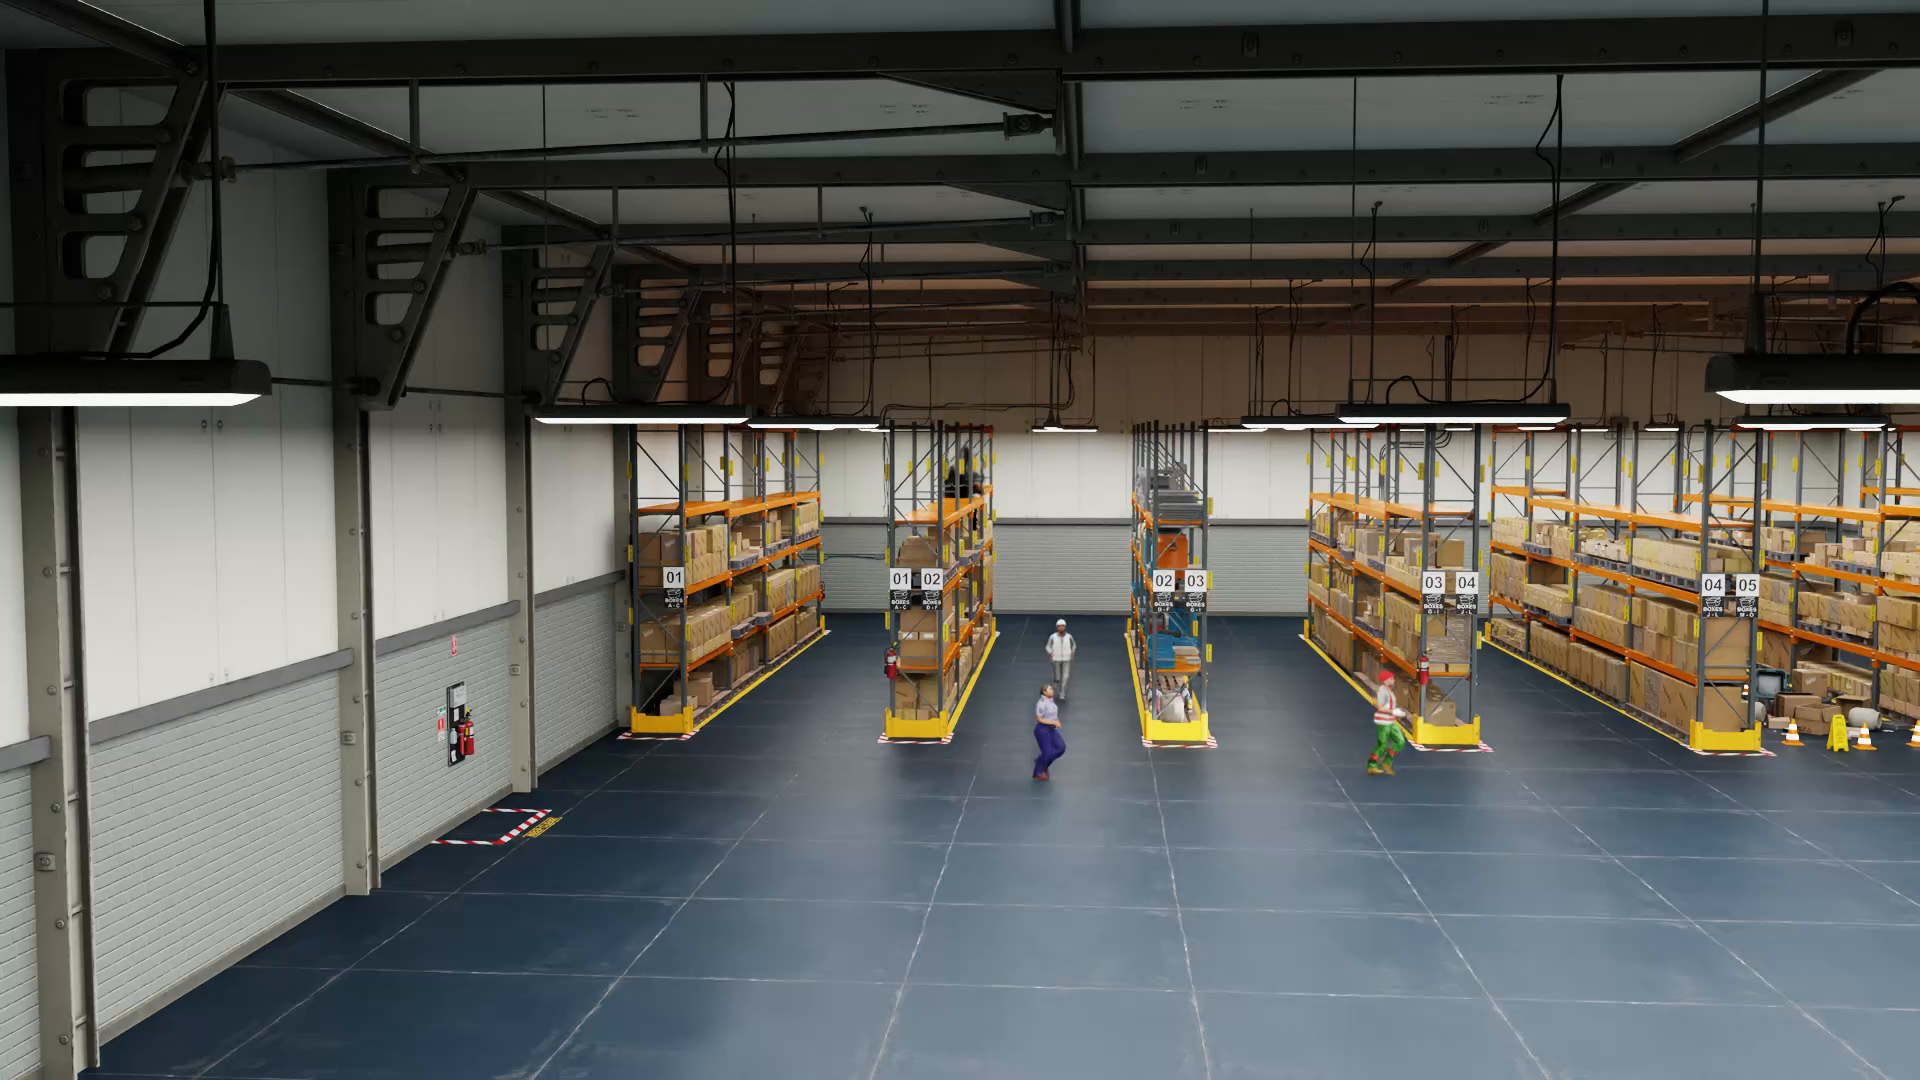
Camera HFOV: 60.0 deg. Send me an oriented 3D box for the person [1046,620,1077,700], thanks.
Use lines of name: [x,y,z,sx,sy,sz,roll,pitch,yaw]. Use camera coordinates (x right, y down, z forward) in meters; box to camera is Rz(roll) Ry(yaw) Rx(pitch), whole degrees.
person: [2.207,2.593,36.035,0.675,1.732,0.717,0,4,-3]

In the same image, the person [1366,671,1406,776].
person: [7.157,3.081,27.812,0.681,1.795,0.648,2,4,33]

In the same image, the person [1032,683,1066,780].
person: [1.475,3.168,27.523,0.575,1.604,0.579,2,4,26]
